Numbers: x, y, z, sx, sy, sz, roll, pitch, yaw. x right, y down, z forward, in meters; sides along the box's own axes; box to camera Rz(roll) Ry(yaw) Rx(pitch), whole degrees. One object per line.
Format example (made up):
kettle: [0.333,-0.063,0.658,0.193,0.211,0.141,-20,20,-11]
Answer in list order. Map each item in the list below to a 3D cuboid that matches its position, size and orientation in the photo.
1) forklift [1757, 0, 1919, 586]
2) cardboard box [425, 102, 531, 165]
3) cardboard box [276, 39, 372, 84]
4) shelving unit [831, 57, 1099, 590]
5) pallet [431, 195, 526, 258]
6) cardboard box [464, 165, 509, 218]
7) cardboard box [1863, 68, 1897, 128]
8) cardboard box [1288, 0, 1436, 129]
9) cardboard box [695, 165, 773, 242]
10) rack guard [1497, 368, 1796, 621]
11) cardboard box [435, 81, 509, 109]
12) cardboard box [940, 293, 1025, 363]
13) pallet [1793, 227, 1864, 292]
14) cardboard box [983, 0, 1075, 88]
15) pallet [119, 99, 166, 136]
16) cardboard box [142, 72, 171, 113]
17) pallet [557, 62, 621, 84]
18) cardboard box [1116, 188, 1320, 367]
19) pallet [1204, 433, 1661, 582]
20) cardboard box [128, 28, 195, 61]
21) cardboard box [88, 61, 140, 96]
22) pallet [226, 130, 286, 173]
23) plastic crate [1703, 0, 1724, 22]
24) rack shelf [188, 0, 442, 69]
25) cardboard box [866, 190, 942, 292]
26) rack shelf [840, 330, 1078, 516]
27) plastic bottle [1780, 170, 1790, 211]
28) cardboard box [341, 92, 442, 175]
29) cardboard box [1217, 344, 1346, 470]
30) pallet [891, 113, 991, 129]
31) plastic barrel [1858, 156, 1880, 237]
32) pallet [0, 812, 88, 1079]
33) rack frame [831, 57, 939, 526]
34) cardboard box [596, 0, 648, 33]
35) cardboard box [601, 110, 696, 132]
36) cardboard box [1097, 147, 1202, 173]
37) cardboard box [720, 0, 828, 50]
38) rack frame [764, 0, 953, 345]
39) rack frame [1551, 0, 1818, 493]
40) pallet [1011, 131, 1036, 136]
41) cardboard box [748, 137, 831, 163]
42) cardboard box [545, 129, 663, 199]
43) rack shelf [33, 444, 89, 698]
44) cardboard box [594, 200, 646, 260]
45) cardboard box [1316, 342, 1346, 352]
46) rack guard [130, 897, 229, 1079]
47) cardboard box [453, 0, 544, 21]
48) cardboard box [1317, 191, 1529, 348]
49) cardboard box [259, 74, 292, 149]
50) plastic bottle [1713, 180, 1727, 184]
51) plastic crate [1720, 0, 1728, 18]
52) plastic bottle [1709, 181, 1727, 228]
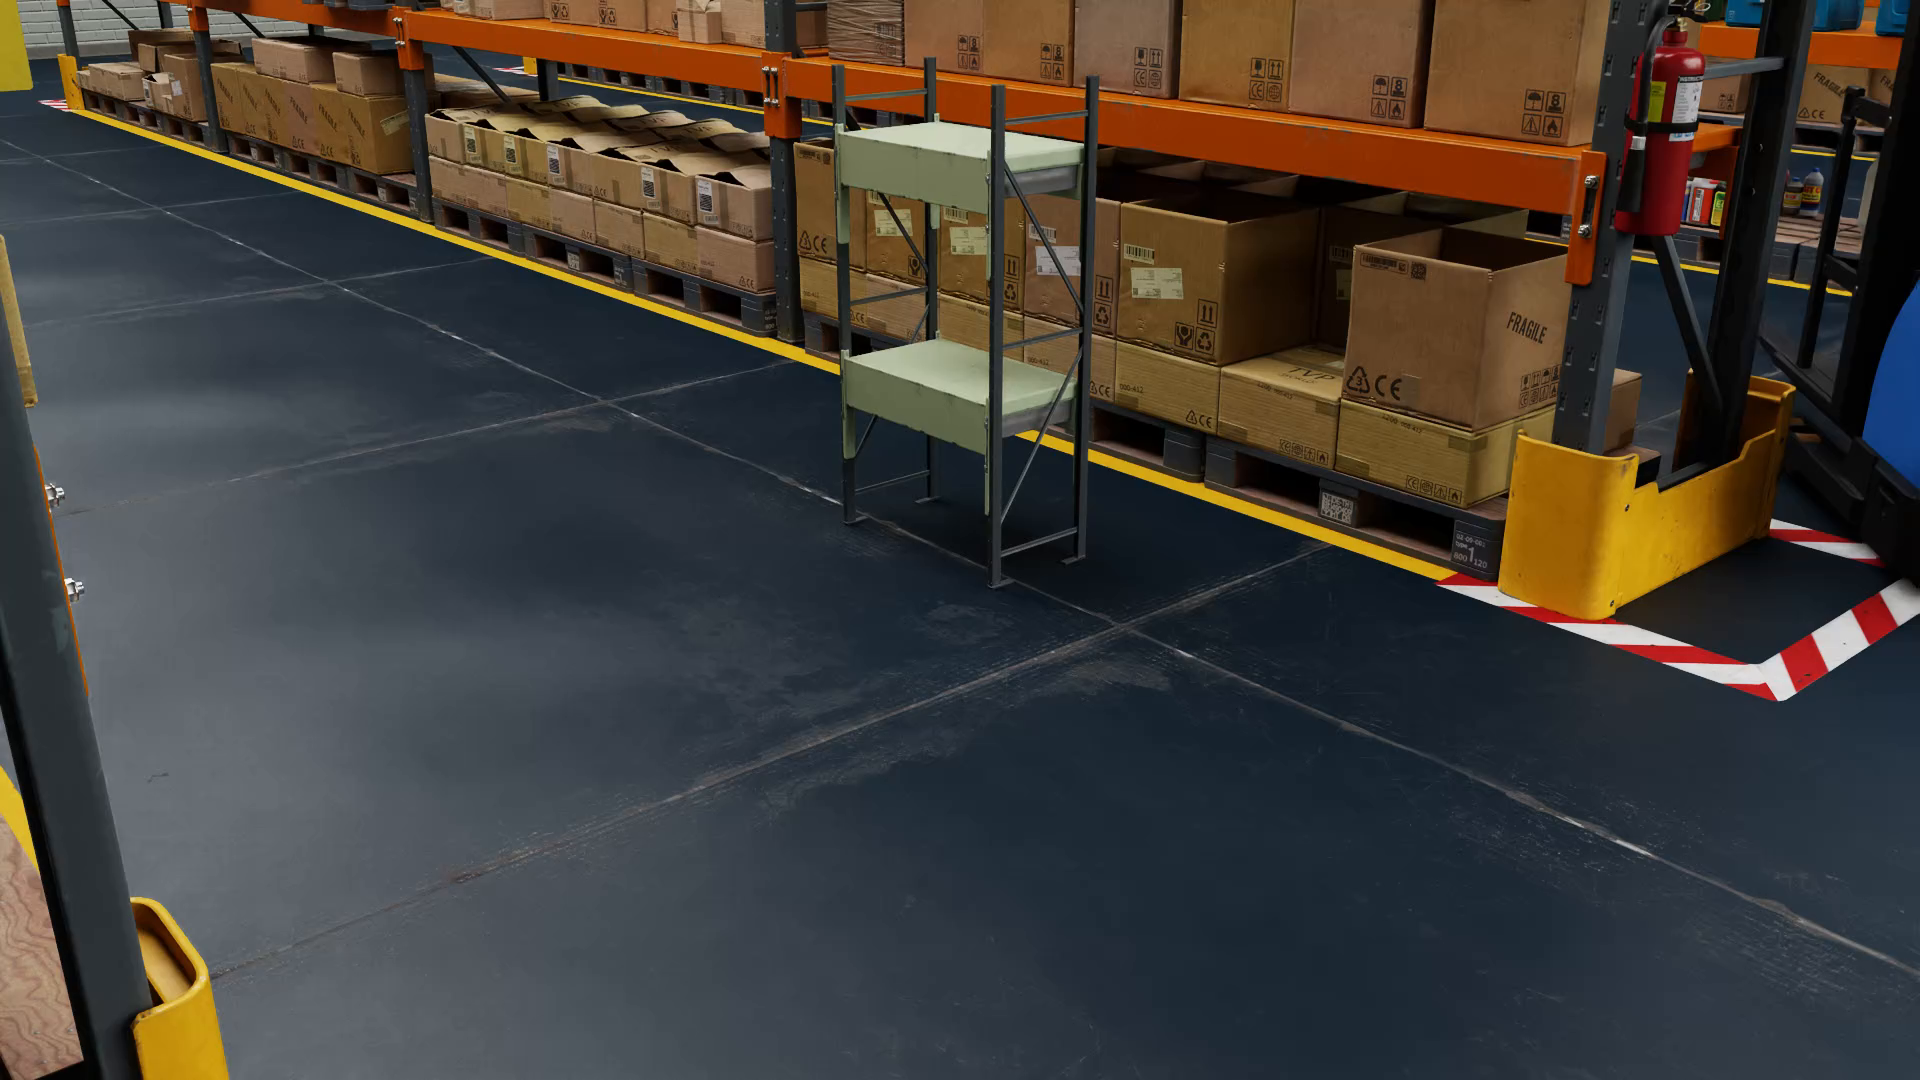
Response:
forklift: [3.552,-1.542,5.403,1.130,2.935,3.031,3,22,9]
cardboard box: [-2.943,-2.515,10.218,0.500,0.311,0.500,-16,27,-36]
cardboard box: [-4.561,-3.442,11.956,0.500,0.250,0.500,-18,28,-38]
shelving unit: [0.004,-0.697,5.206,0.431,1.500,0.755,-17,27,-37]
pallet: [-2.554,-2.018,10.347,1.003,0.211,1.213,-17,27,-37]
cardboard box: [-2.614,-2.115,9.966,0.500,0.250,0.500,-18,28,-39]
cardboard box: [7.667,-3.561,13.313,0.500,0.500,0.500,-9,23,-21]
cardboard box: [1.519,-1.666,5.486,0.700,0.500,0.500,-17,27,-36]
cardboard box: [-0.933,-1.668,8.056,0.500,0.311,0.500,-17,27,-37]
rack guard: [2.176,-0.173,5.239,1.175,0.500,0.348,-17,27,-37]
cardboard box: [-3.489,-2.931,11.680,0.500,0.500,0.500,-19,28,-39]
cardboard box: [0.267,-0.884,6.824,0.500,0.250,0.500,-17,27,-37]
pallet: [5.303,-1.458,8.918,1.003,0.211,1.213,-17,27,-37]
cardboard box: [0.517,-2.090,6.570,0.700,0.500,0.500,-17,27,-37]
pallet: [-6.921,-3.887,15.120,1.003,0.211,1.213,-17,27,-37]
cardboard box: [-6.749,-3.908,14.434,0.500,0.311,0.500,-17,27,-37]
pallet: [-4.020,-5.406,18.998,1.003,0.211,1.213,-17,27,-37]
cardboard box: [0.921,-0.958,5.982,0.500,0.500,0.500,-17,27,-37]
pallet: [1.629,-0.246,5.823,1.003,0.211,1.213,-17,27,-37]
cardboard box: [-7.742,-4.713,16.228,0.500,0.500,0.500,-17,27,-37]
cardboard box: [-7.818,-4.332,15.599,0.500,0.250,0.500,-17,27,-37]
pallet: [-5.113,-3.144,13.223,1.003,0.211,1.213,-17,27,-37]
plastic crate: [3.976,-3.085,9.539,0.450,0.188,0.662,-17,27,-37]
rack shelf: [-4.368,-3.771,11.985,1.077,0.370,4.000,-17,27,-37]
cardboard box: [-0.053,-1.374,7.044,0.500,0.500,0.500,-17,27,-37]
rack shelf: [0.004,-0.393,5.325,0.431,0.370,0.720,-17,27,-37]
plastic bottle: [4.834,-2.103,9.862,0.061,0.283,0.133,-17,27,-37]
cardboard box: [-3.850,-2.797,11.336,0.500,0.500,0.500,-16,27,-35]
cardboard box: [1.251,-0.471,5.769,0.500,0.250,0.500,-17,27,-37]
pallet: [0.147,-3.641,14.491,1.003,0.211,1.213,-17,27,-37]
plastic barrel: [5.100,-1.860,8.957,0.421,0.512,0.421,0,21,0]
pallet: [-2.143,0.882,2.943,1.003,0.211,1.213,-17,27,-37]
rack frame: [-0.235,-0.798,5.464,0.400,1.500,0.023,-17,27,-37]
cardboard box: [-1.611,-2.995,8.880,0.500,0.500,0.500,-17,27,-37]
cardboard box: [-1.862,-2.361,9.826,0.500,0.311,0.500,-18,27,-38]
cardboard box: [0.664,-1.358,7.005,0.500,0.500,0.500,-17,27,-37]
cardboard box: [-0.805,-2.504,7.970,0.500,0.250,0.500,-15,26,-34]
rack frame: [-0.451,-2.448,7.622,1.000,3.000,0.127,-17,27,-37]
rack frame: [2.160,-1.343,4.800,1.000,3.000,0.127,-17,27,-37]
pallet: [1.169,-3.210,13.390,1.003,0.211,1.213,-17,27,-37]
cardboard box: [-0.855,-1.938,8.744,0.500,0.311,0.500,-18,28,-38]
cardboard box: [-1.926,-2.089,9.129,0.500,0.311,0.500,-18,28,-38]
rack shelf: [-2.896,-0.380,3.329,1.077,0.370,4.000,-17,27,-37]
cardboard box: [-1.604,-1.690,8.881,0.500,0.250,0.500,-17,27,-36]
cardboard box: [1.649,-0.597,6.089,0.500,0.250,0.500,-17,27,-37]
rack guard: [-1.640,0.980,2.296,1.175,0.500,0.348,-17,27,-37]
cardboard box: [-2.625,-3.219,9.711,0.500,0.311,0.500,-18,28,-38]
cardboard box: [1.651,-0.946,5.953,0.500,0.500,0.500,-17,27,-37]
cardboard box: [-4.865,-3.223,12.425,0.500,0.500,0.500,-17,27,-37]
plastic bottle: [4.321,-1.966,9.512,0.061,0.283,0.133,-17,27,-37]
plastic crate: [4.556,-3.115,9.686,0.530,0.136,0.437,-17,27,-37]
plastic bottle: [4.294,-1.892,9.324,0.061,0.283,0.133,-17,27,-36]
